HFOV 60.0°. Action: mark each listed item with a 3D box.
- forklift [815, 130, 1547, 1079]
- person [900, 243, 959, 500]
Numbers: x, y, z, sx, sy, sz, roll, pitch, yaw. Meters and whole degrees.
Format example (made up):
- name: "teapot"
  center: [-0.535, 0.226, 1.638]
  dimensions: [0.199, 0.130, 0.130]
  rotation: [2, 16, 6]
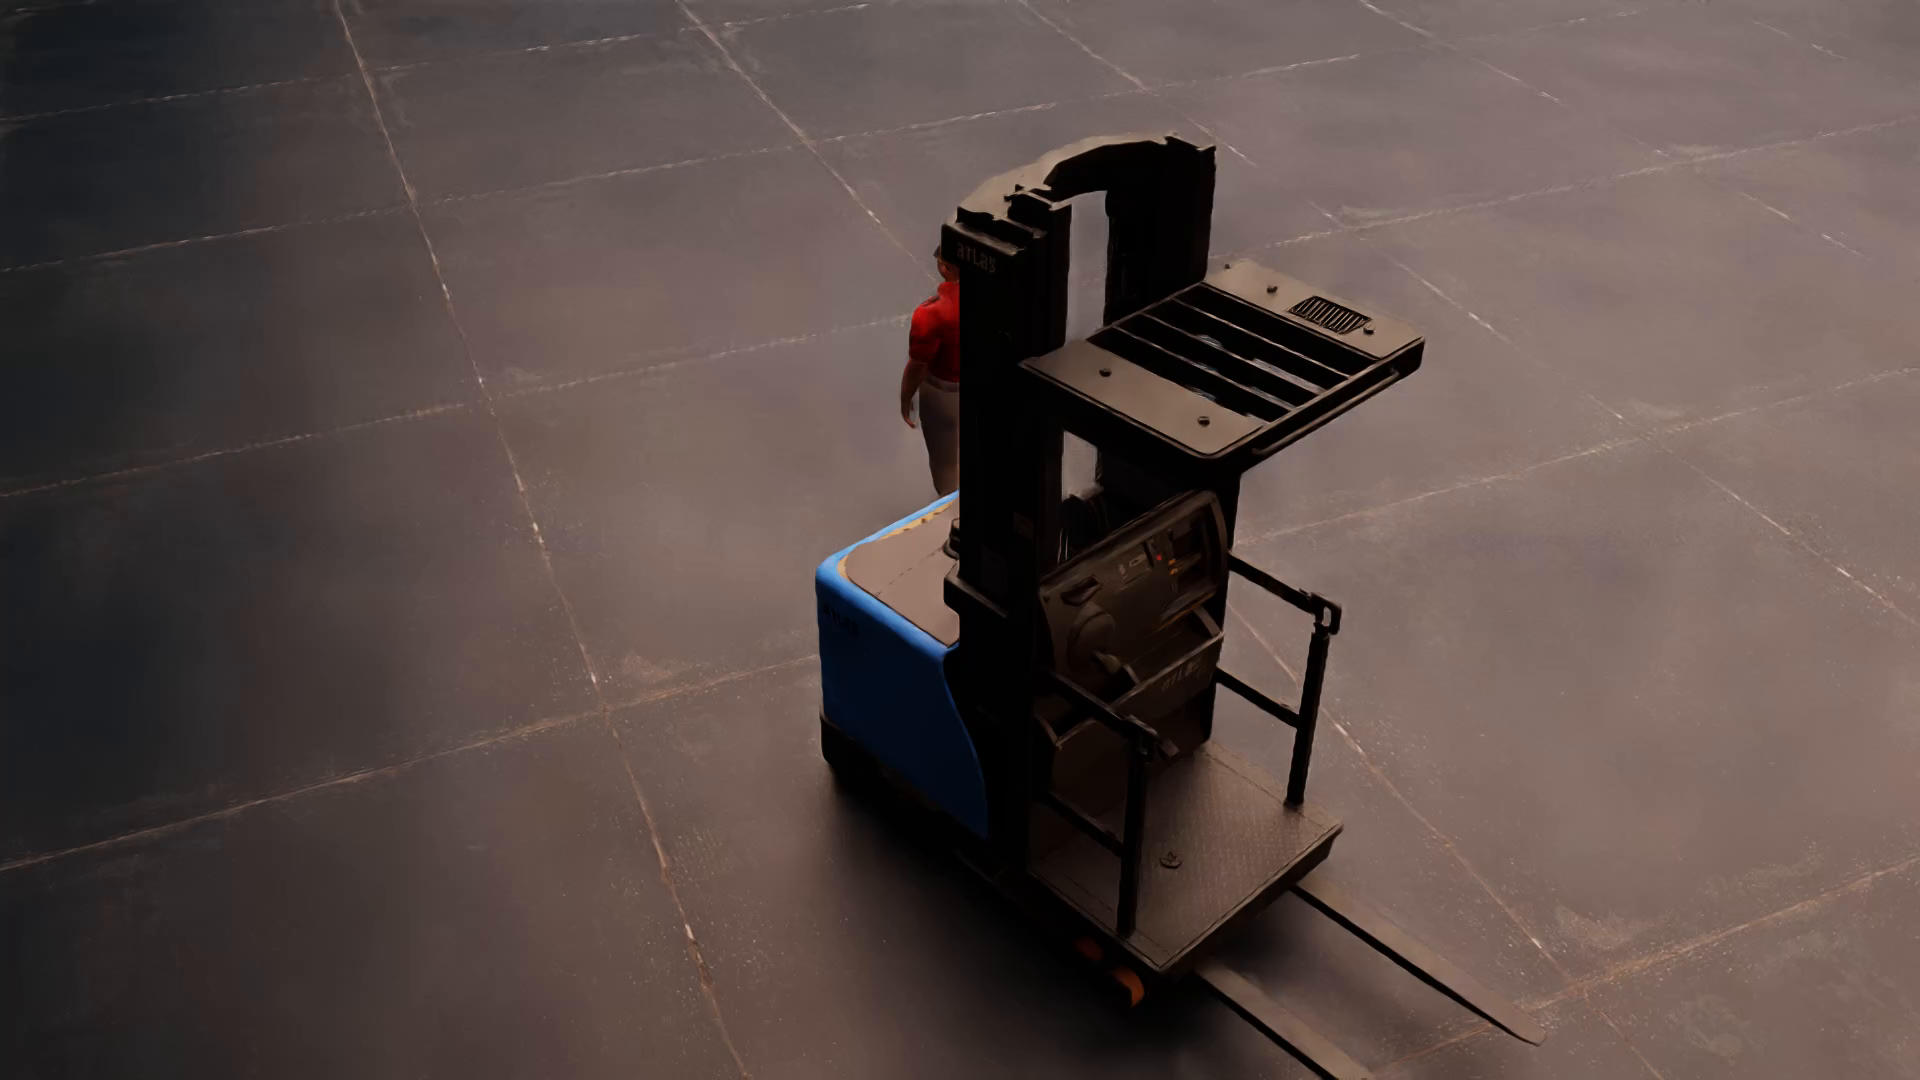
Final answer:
- name: "forklift"
  center: [0.777, 0.210, 5.803]
  dimensions: [1.130, 2.935, 3.031]
  rotation: [-28, 44, -34]
- name: "person"
  center: [-0.024, -0.761, 8.194]
  dimensions: [0.640, 1.726, 0.550]
  rotation: [-14, 38, -19]
